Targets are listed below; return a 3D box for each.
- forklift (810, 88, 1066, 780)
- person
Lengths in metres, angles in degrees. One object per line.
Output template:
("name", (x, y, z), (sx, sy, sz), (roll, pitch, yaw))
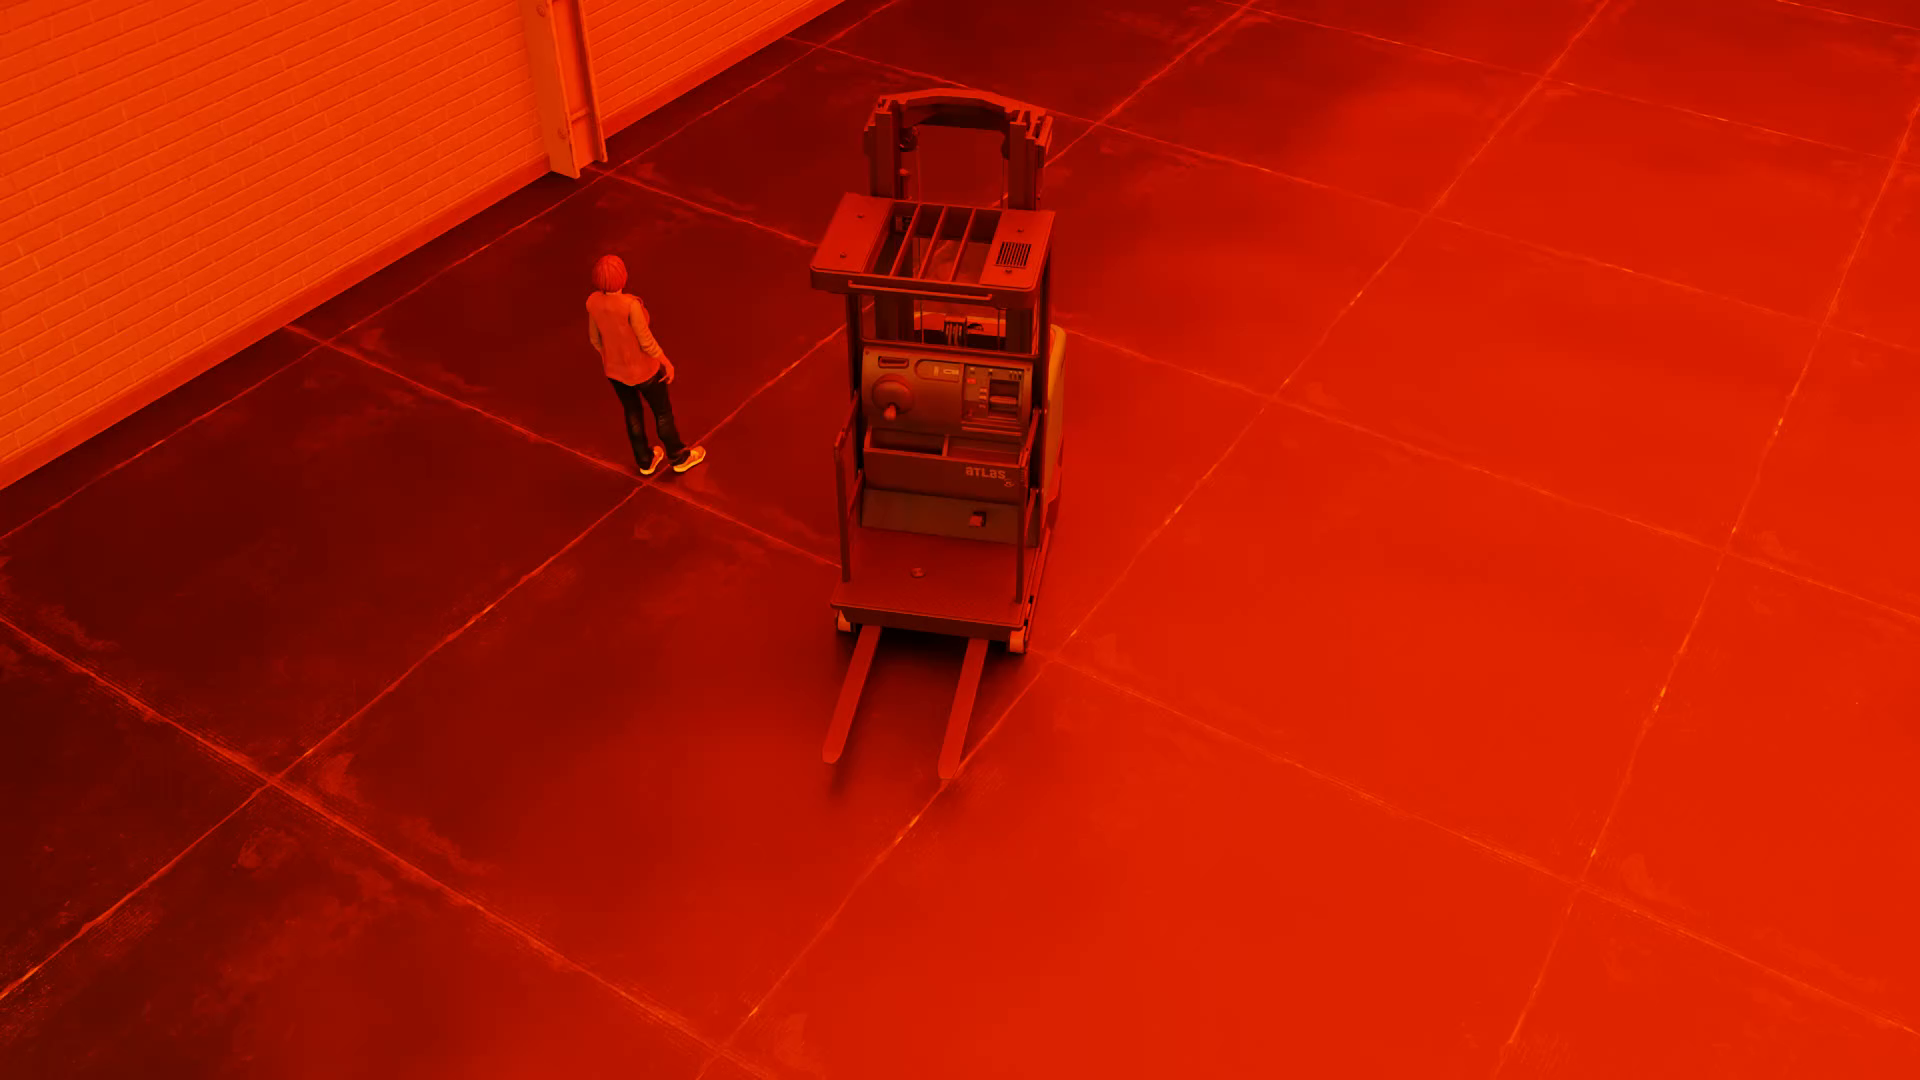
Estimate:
("forklift", (-0.108, -0.731, 8.830), (1.130, 2.935, 3.031), (7, 41, 8))
("person", (-1.973, -1.096, 10.280), (0.520, 1.597, 0.475), (15, 42, 17))
